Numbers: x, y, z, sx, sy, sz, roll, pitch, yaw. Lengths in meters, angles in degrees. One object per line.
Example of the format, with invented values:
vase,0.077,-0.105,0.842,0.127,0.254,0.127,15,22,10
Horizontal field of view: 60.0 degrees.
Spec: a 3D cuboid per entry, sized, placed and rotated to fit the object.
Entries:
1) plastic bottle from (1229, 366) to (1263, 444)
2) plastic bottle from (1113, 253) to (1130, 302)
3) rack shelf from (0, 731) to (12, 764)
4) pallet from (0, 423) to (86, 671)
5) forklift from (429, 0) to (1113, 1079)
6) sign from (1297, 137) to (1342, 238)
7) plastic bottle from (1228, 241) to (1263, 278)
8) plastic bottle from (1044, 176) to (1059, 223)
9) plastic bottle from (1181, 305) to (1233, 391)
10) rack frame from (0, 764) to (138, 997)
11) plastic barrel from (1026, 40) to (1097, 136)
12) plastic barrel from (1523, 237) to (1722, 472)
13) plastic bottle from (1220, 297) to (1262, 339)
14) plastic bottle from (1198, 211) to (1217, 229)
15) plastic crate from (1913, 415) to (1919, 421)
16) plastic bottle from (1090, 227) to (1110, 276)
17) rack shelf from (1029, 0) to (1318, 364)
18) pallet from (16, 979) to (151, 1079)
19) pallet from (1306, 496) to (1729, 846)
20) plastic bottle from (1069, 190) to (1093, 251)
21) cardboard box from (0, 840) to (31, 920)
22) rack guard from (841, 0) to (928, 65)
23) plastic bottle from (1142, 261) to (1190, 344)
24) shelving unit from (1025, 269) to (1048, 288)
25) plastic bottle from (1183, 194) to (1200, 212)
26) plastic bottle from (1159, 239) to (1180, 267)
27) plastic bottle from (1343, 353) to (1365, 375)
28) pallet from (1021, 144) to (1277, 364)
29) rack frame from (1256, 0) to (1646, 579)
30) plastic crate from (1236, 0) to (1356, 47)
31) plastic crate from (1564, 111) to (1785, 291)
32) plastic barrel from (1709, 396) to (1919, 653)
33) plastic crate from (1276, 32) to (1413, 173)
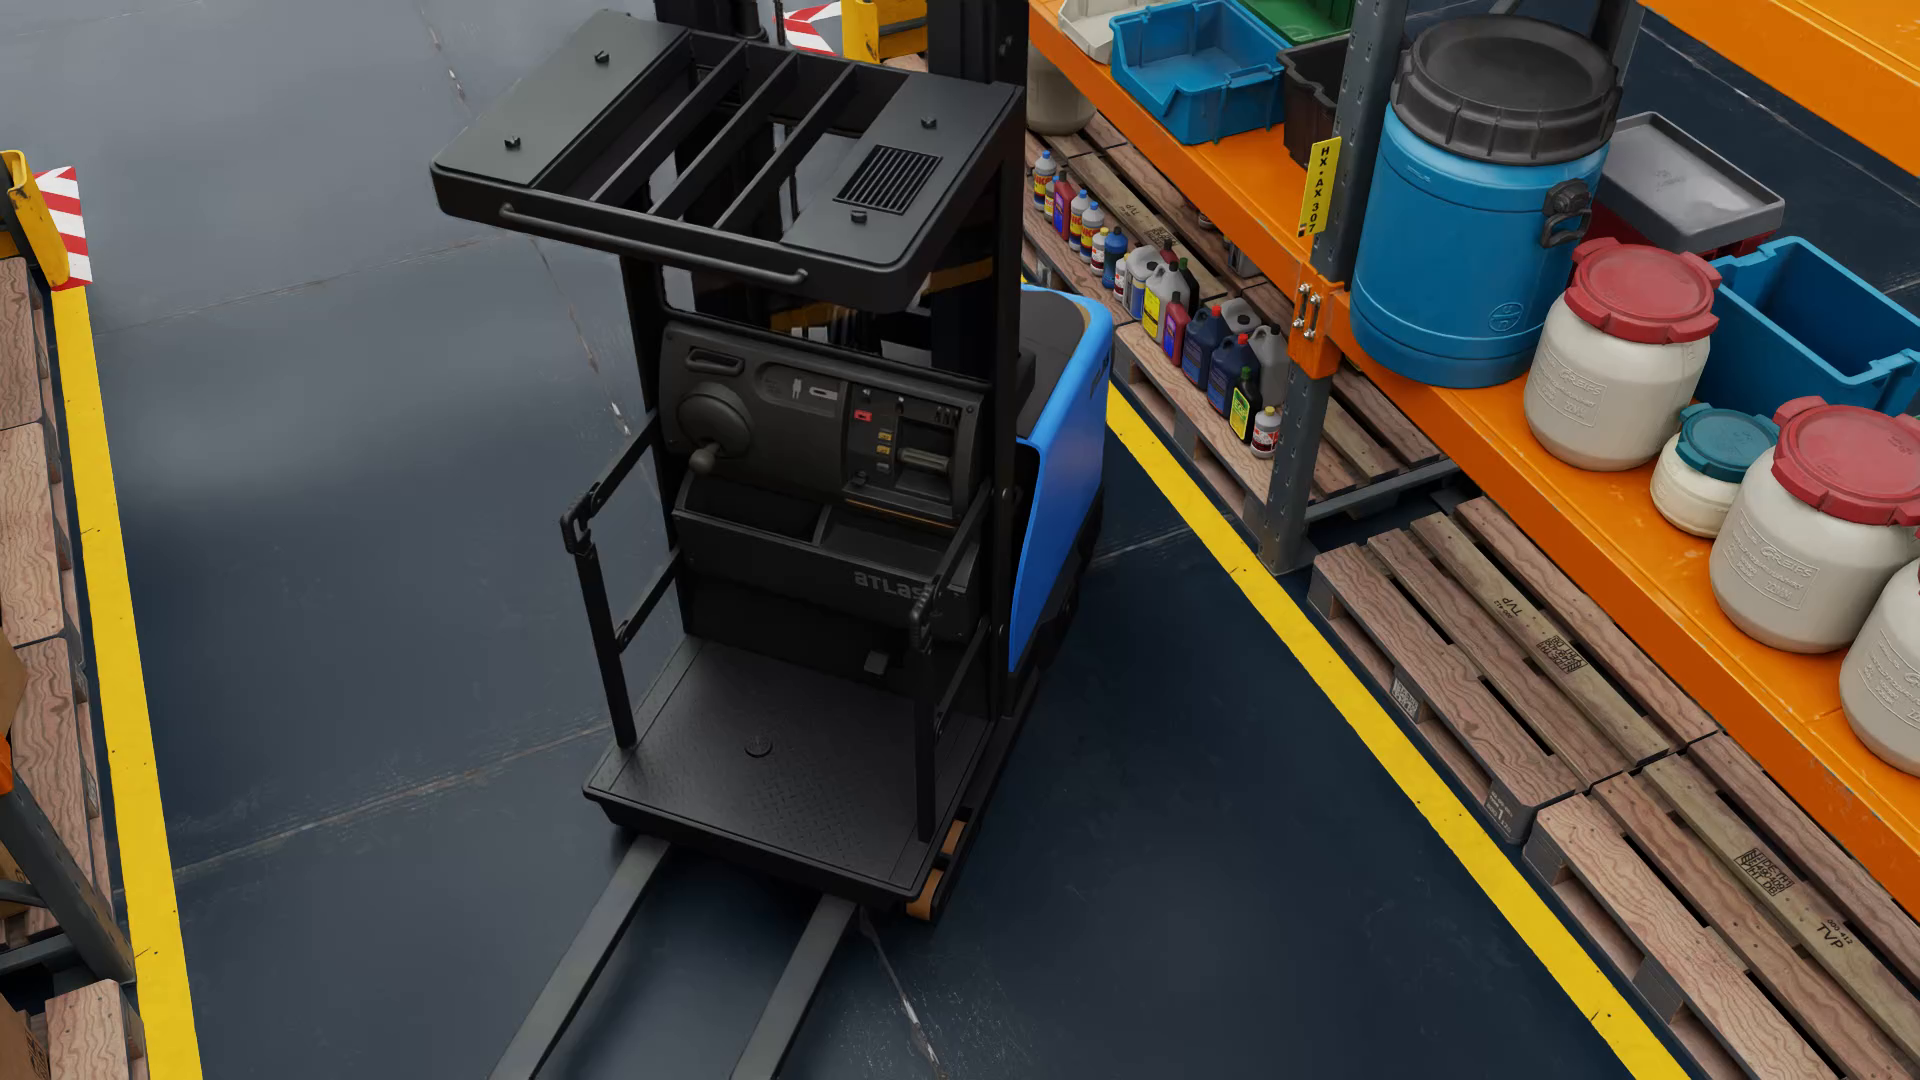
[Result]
plastic bottle,1.078,-0.510,6.252,0.061,0.283,0.133,-16,47,-15
plastic bottle,0.692,-1.097,6.906,0.097,0.201,0.097,0,45,0
rack shelf,-3.755,-0.667,5.303,1.077,0.370,4.000,-18,47,-17
pallet,-3.745,0.148,5.950,1.003,0.211,1.213,-18,47,-17
forklift,-0.467,-0.221,4.387,1.130,2.935,3.031,15,46,14
sign,1.076,-1.055,4.986,0.100,0.325,0.005,-18,47,-17
plastic bottle,1.235,-1.267,7.024,0.152,0.276,0.135,-18,47,-17
plastic bottle,0.421,-1.508,7.321,0.097,0.201,0.097,0,45,0
plastic bottle,0.967,-0.773,6.470,0.144,0.351,0.185,-20,48,-19
rack frame,-2.914,0.351,3.758,1.000,3.000,0.127,-18,47,-17
plastic barrel,0.455,-2.208,7.825,0.421,0.512,0.421,0,45,0
plastic barrel,1.783,-0.485,4.510,0.433,0.535,0.433,0,45,0
plastic bottle,1.091,-0.806,6.557,0.152,0.276,0.135,-18,47,-17
plastic bottle,1.102,-1.474,7.288,0.097,0.201,0.097,0,45,0
plastic crate,2.568,-0.010,4.275,0.450,0.188,0.662,-18,47,-17
plastic bottle,0.606,-1.228,7.038,0.097,0.201,0.097,0,45,0
rack shelf,0.739,-2.130,6.785,1.077,0.370,4.000,-18,47,-17
pallet,-2.585,1.839,4.235,1.003,0.211,1.213,-18,47,-17
pallet,1.945,0.370,5.725,1.003,0.211,1.213,-18,47,-17
plastic bottle,0.522,-1.380,7.142,0.097,0.271,0.097,0,45,0
cardboard box,-3.046,0.825,4.759,0.500,0.500,0.500,-19,48,-19
rack guard,-0.027,-2.736,8.667,1.175,0.500,0.348,-18,47,-17
plastic bottle,0.831,-0.979,6.679,0.144,0.351,0.185,-18,47,-18
shelving unit,0.197,-0.576,6.193,0.258,0.900,0.210,-1,45,-1
plastic bottle,1.053,-1.609,7.366,0.061,0.283,0.133,-18,47,-17
plastic bottle,0.863,-1.091,6.841,0.061,0.283,0.133,-18,47,-17
plastic bottle,1.587,-0.800,6.546,0.061,0.283,0.133,-18,47,-17
pallet,0.819,-1.338,7.456,1.003,0.211,1.213,-18,47,-17
rack frame,1.580,-1.112,5.241,1.000,3.000,0.127,-18,47,-17
plastic crate,1.265,-1.985,6.276,0.450,0.188,0.662,-18,47,-17
plastic crate,2.061,-0.916,4.997,0.402,0.464,0.583,-18,47,-17
plastic barrel,2.092,-0.018,4.036,0.433,0.535,0.433,0,45,0
plastic crate,1.475,-1.461,5.639,0.767,0.338,0.504,-18,47,-17
